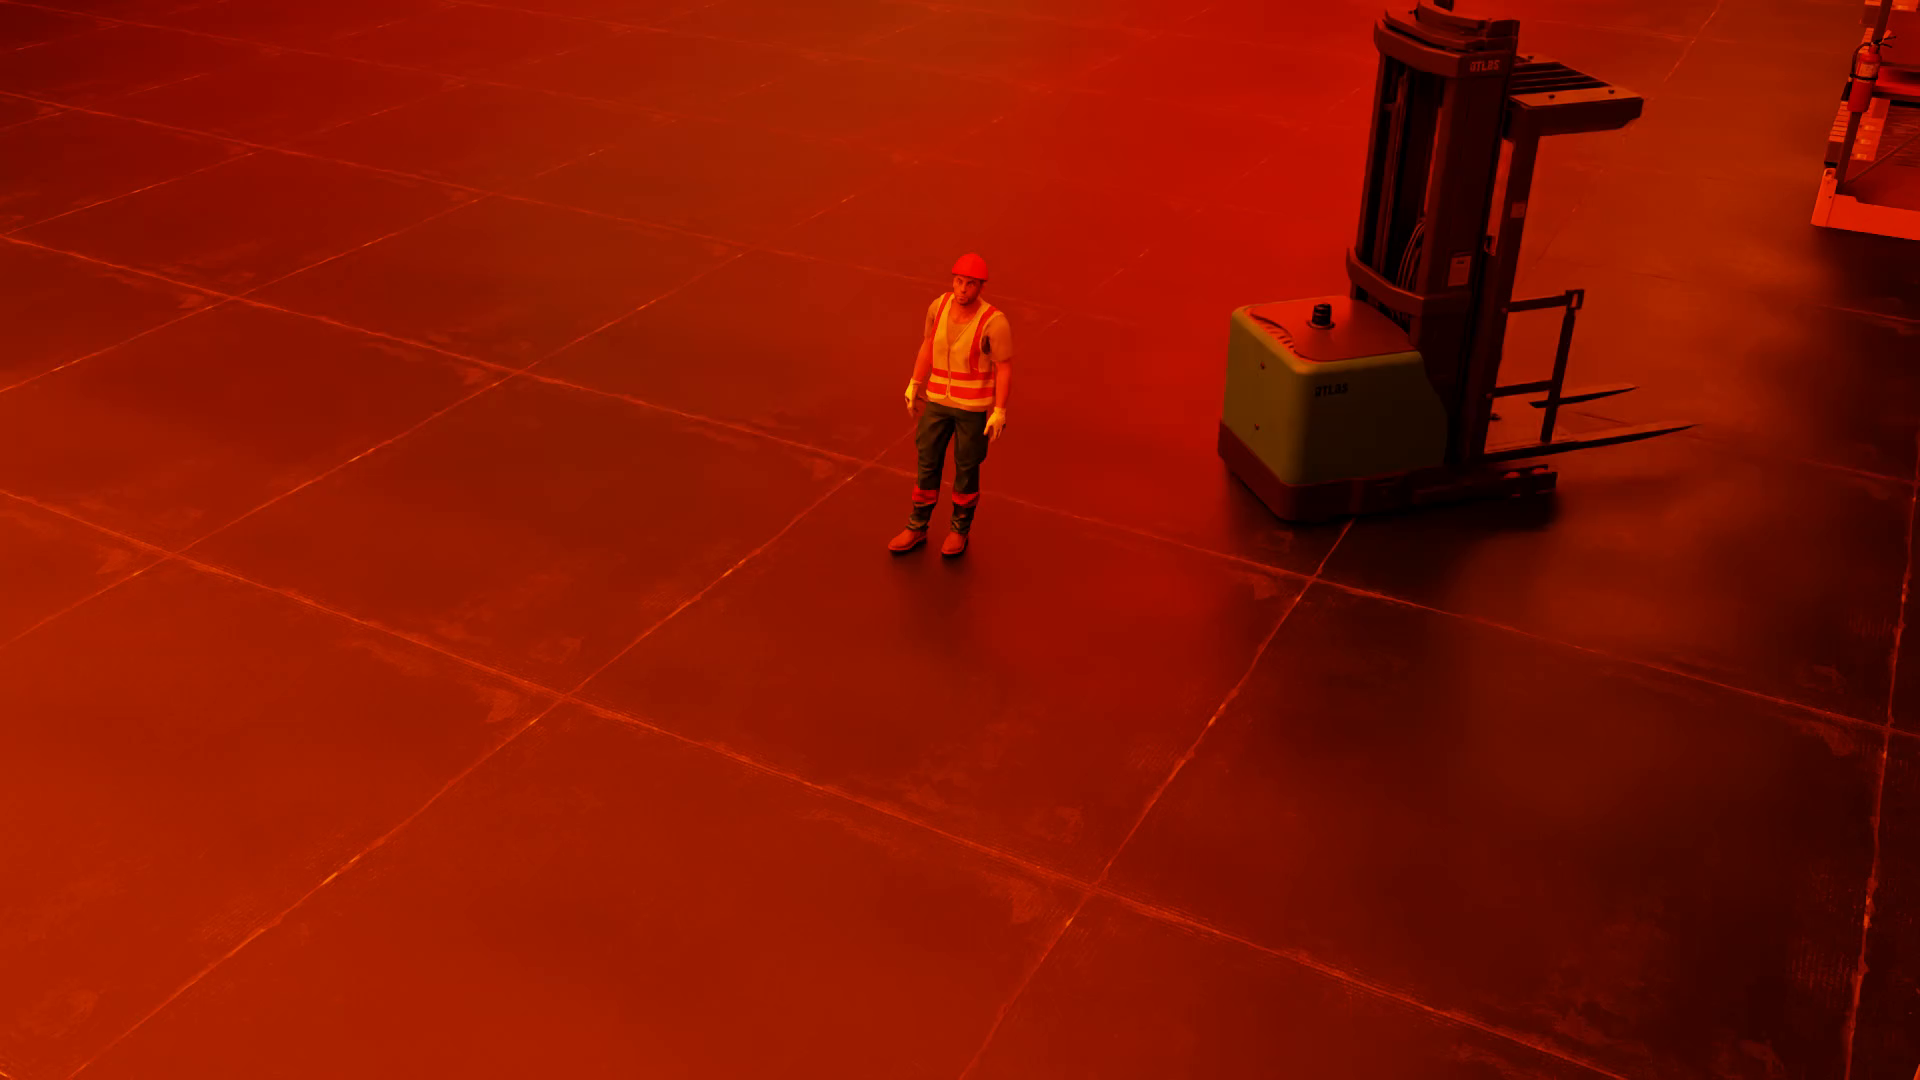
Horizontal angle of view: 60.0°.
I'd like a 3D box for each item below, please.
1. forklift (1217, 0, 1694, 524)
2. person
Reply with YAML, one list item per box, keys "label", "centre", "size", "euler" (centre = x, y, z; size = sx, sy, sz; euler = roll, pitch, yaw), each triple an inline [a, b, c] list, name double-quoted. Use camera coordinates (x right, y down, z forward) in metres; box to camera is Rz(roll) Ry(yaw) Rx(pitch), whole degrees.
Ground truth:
- label: "forklift"
  centre: [3.252, -1.775, 10.146]
  size: [3.031, 2.935, 1.130]
  euler: [-8, 31, -14]
- label: "person"
  centre: [-0.049, -0.748, 9.495]
  size: [0.638, 1.789, 0.562]
  euler: [15, 33, 25]
